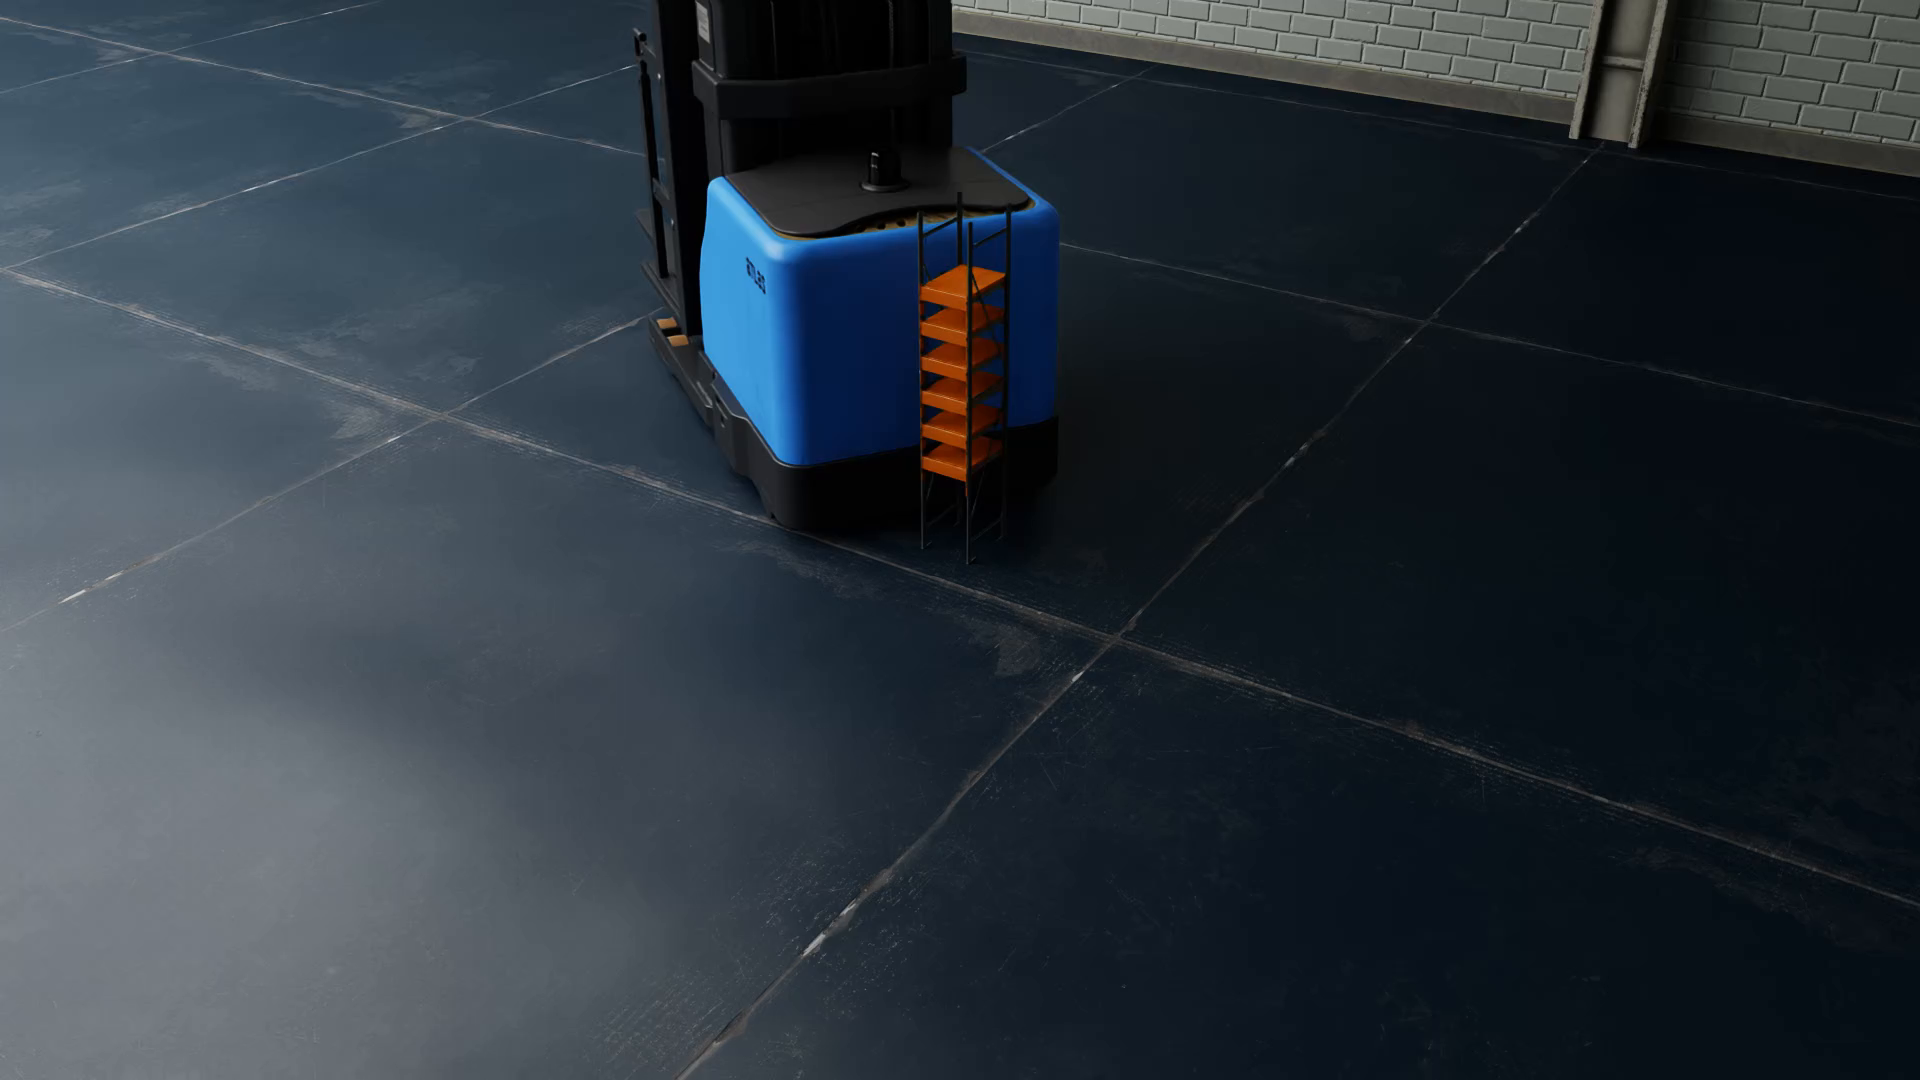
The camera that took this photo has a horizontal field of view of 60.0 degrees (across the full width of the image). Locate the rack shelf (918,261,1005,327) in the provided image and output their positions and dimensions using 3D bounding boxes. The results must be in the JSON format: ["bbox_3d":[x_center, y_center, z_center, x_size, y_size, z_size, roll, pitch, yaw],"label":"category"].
[{"bbox_3d":[0.015,-0.782,5.273,0.180,0.103,0.258,18,35,29],"label":"rack shelf"}]

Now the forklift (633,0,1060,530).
[{"bbox_3d":[-0.679,-2.027,6.316,1.130,2.935,3.031,-12,32,-19],"label":"forklift"}]

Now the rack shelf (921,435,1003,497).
[{"bbox_3d":[0.015,-0.263,5.575,0.180,0.103,0.258,18,35,29],"label":"rack shelf"}]

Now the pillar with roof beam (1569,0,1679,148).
[{"bbox_3d":[1.555,-4.437,4.426,0.400,9.000,9.100,18,35,27],"label":"pillar with roof beam"}]

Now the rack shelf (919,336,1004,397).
[{"bbox_3d":[0.015,-0.574,5.394,0.180,0.103,0.258,18,35,29],"label":"rack shelf"}]

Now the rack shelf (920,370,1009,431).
[{"bbox_3d":[0.015,-0.471,5.454,0.180,0.103,0.258,18,35,29],"label":"rack shelf"}]

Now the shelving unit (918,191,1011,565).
[{"bbox_3d":[0.015,-0.509,5.432,0.189,1.200,0.258,18,35,29],"label":"shelving unit"}]

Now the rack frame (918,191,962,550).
[{"bbox_3d":[-0.062,-0.535,5.475,0.006,1.200,0.240,18,35,29],"label":"rack frame"}]

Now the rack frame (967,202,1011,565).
[{"bbox_3d":[0.091,-0.484,5.388,0.006,1.200,0.240,18,35,29],"label":"rack frame"}]

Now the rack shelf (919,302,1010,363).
[{"bbox_3d":[0.015,-0.678,5.333,0.180,0.103,0.258,18,35,29],"label":"rack shelf"}]

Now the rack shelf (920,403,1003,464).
[{"bbox_3d":[0.015,-0.367,5.515,0.180,0.103,0.258,18,35,29],"label":"rack shelf"}]
